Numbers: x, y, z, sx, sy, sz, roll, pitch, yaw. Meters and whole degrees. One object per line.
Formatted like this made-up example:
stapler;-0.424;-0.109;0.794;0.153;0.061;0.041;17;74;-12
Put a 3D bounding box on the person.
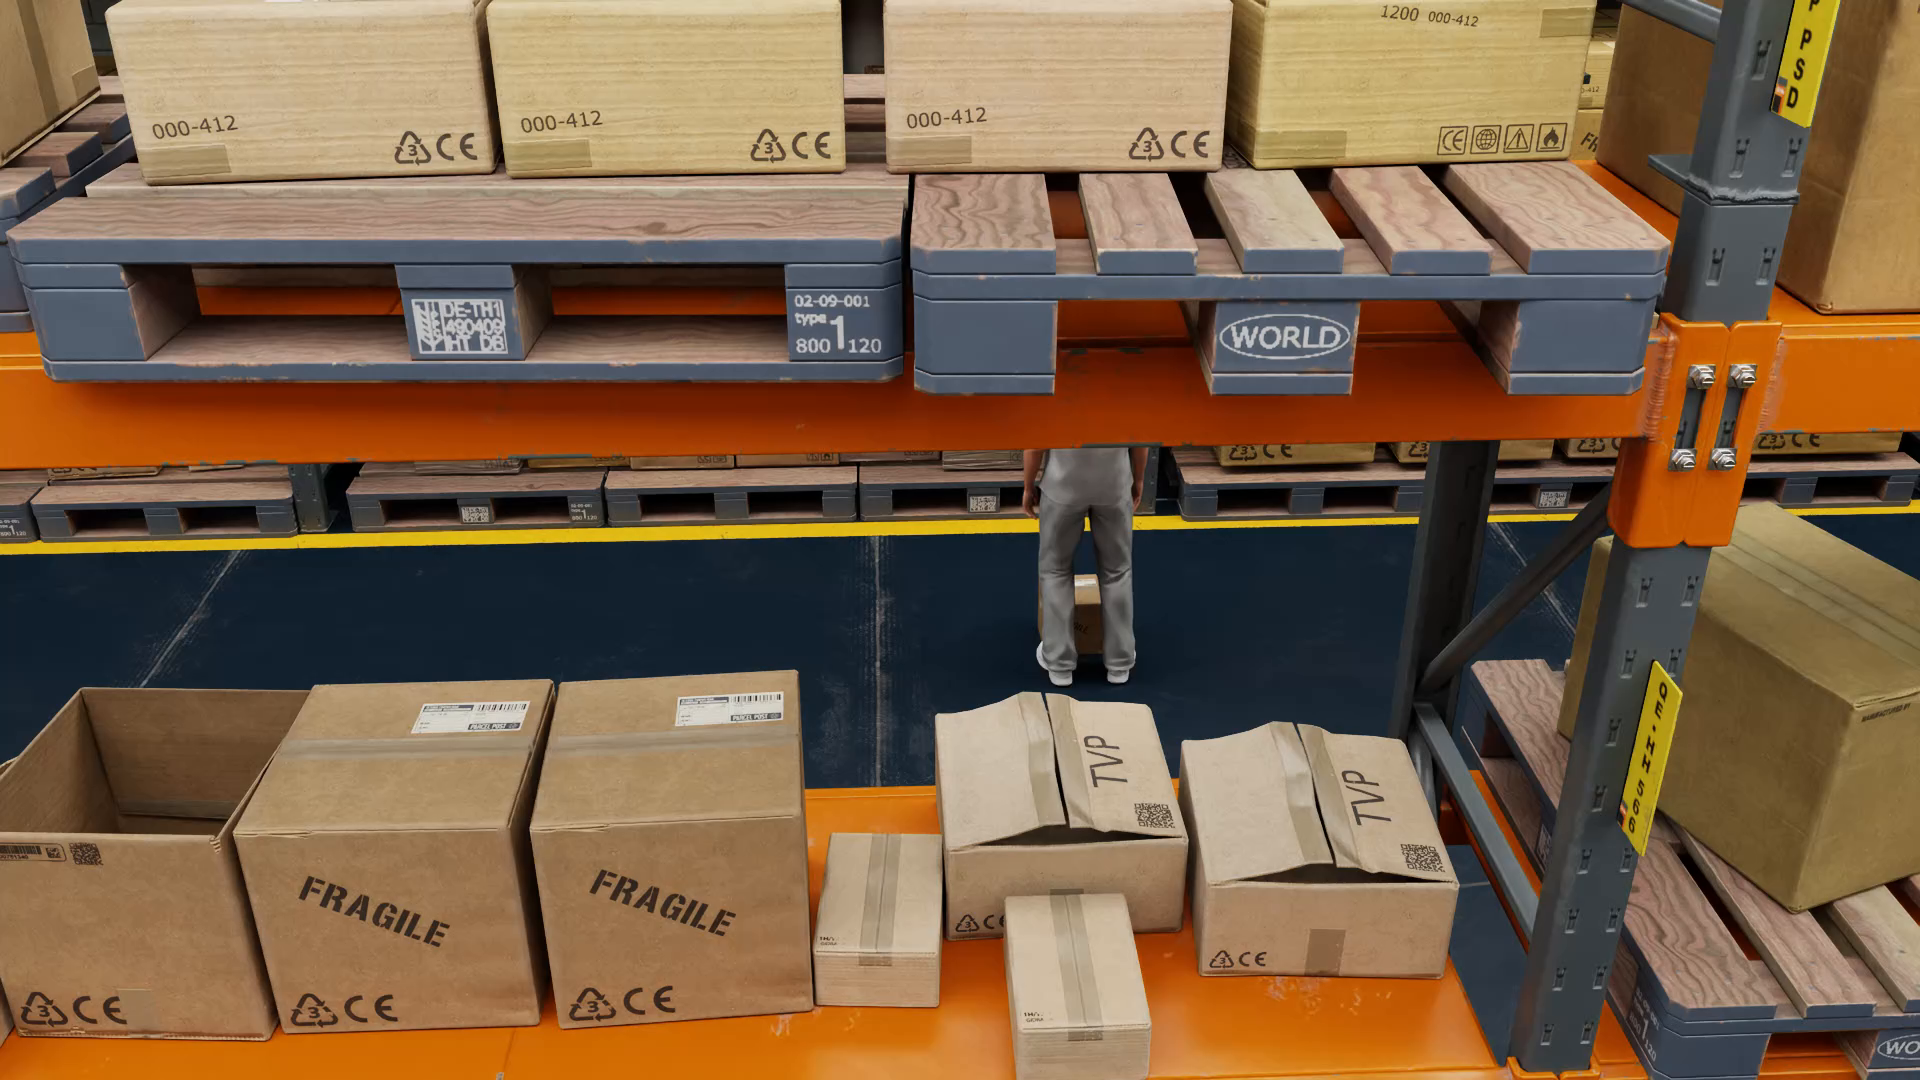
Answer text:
person;0.493;-0.189;6.504;0.514;1.651;0.365;-3;28;-6
